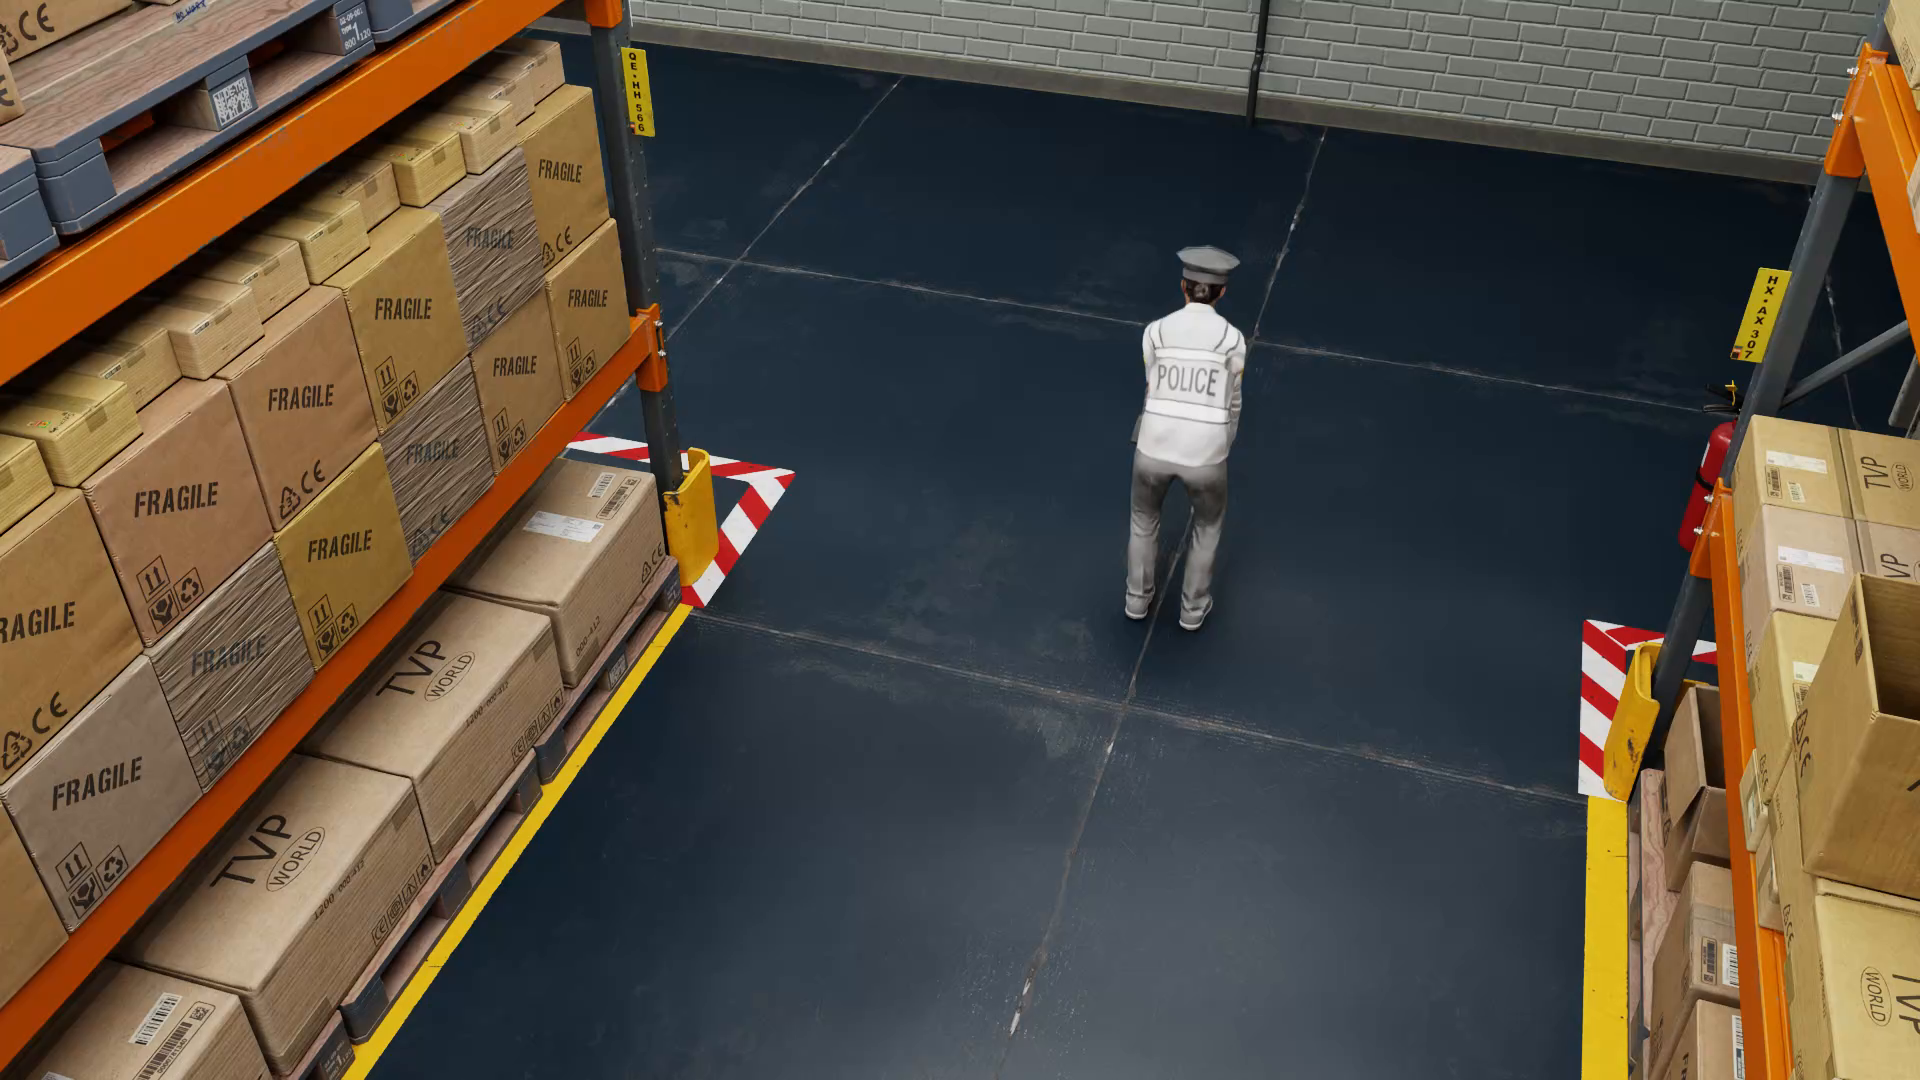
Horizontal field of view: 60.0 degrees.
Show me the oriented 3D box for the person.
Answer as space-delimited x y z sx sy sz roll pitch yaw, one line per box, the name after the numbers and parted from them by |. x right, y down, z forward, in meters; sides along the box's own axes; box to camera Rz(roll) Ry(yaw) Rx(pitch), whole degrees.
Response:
0.901 -0.397 6.723 0.413 1.611 0.576 10 38 13 | person
